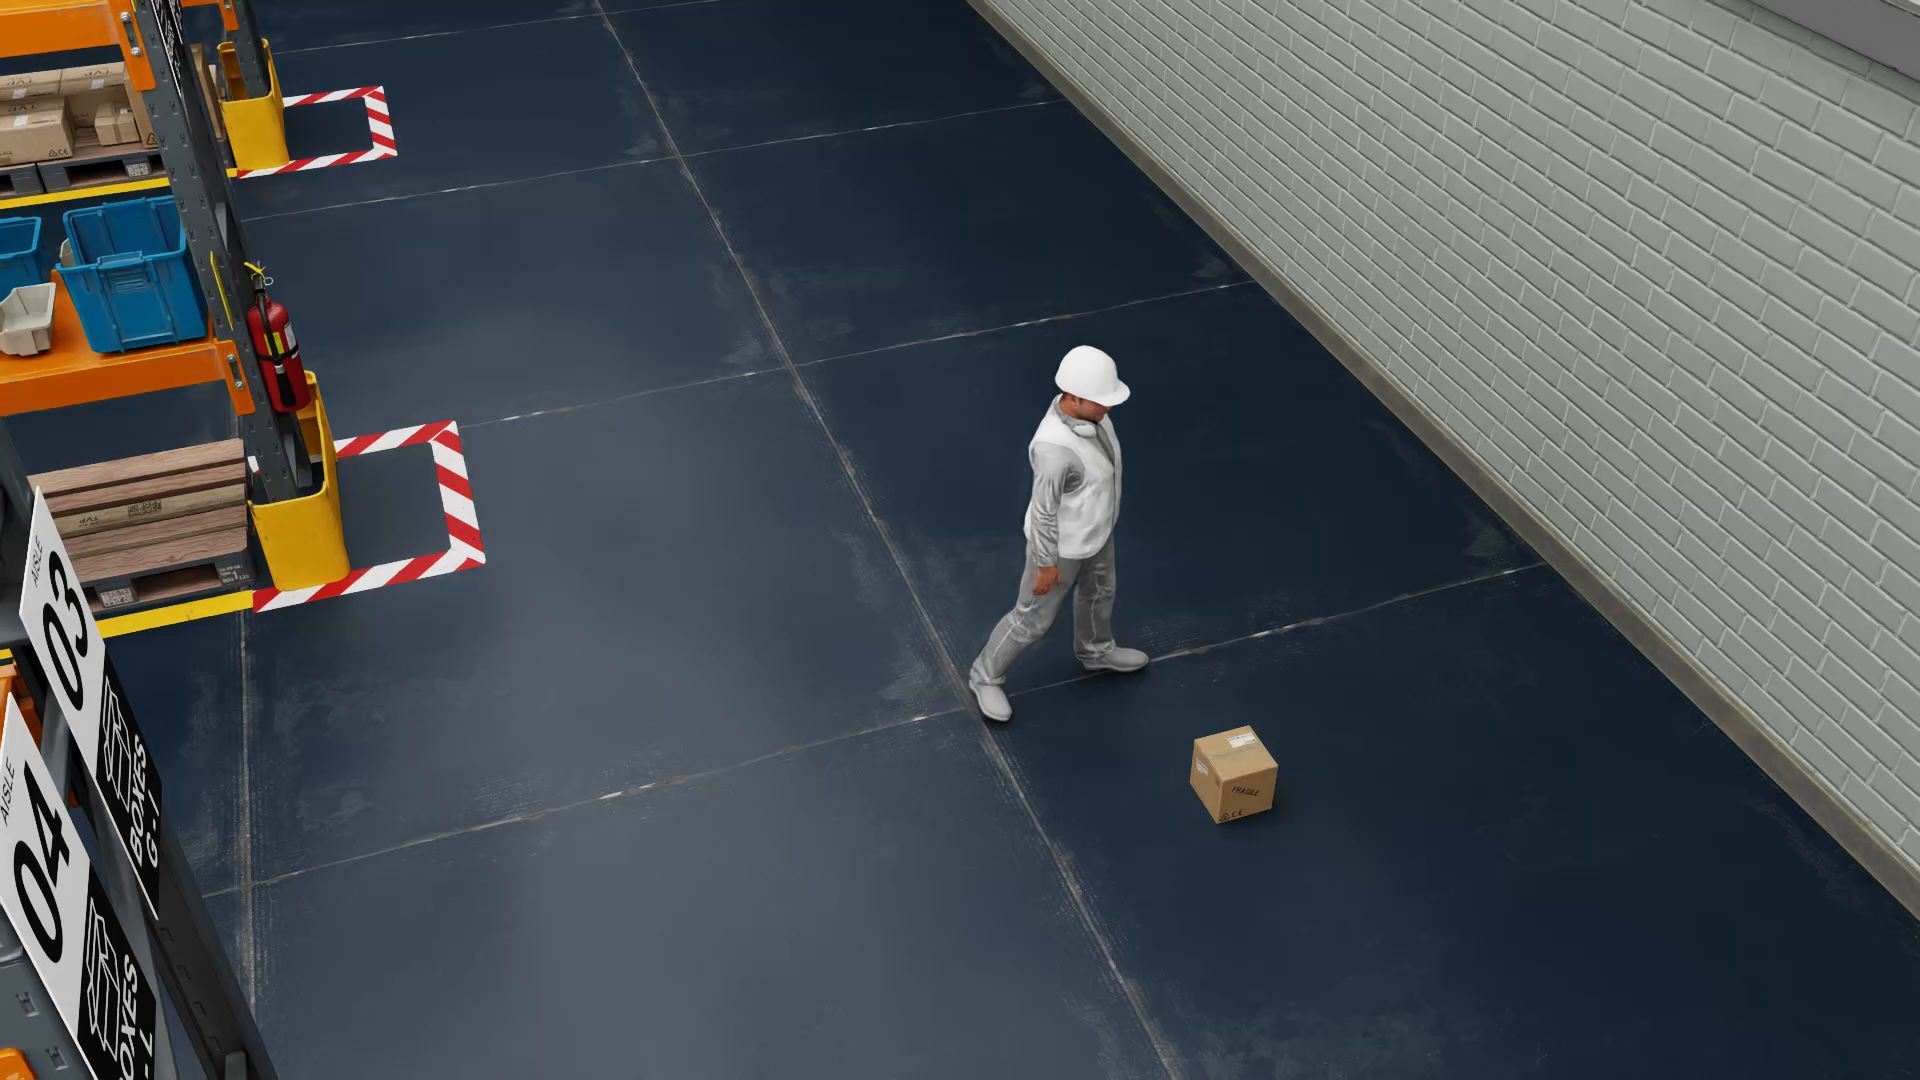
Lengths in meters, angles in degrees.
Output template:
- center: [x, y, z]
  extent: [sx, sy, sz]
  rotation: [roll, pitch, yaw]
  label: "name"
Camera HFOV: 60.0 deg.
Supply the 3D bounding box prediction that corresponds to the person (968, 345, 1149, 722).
- center: [0.416, -0.036, 6.817]
  extent: [0.681, 1.760, 0.663]
  rotation: [15, 40, 18]
  label: "person"
